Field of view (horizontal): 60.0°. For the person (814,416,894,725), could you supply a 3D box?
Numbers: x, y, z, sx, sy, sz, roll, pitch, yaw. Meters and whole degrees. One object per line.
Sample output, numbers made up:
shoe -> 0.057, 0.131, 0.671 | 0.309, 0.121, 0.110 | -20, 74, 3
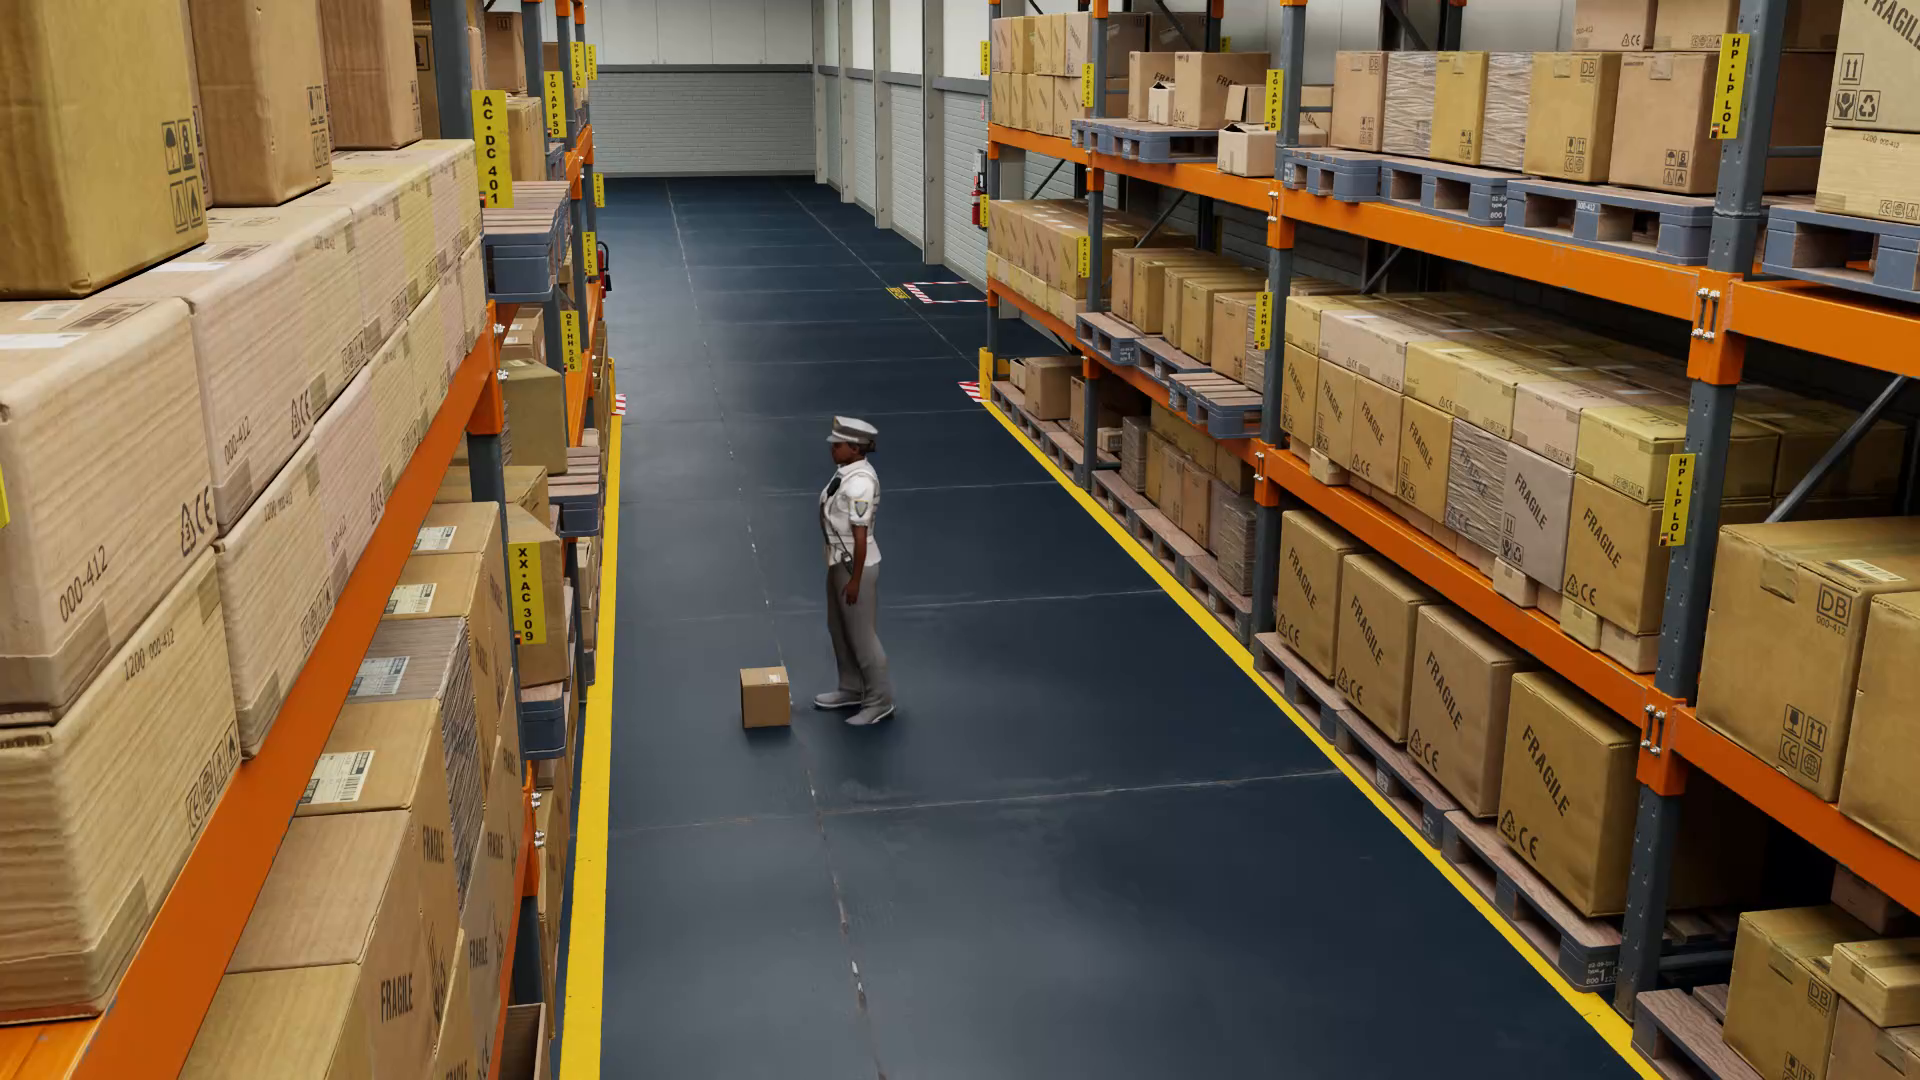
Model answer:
person -> -0.588, 0.165, 8.996 | 0.428, 1.713, 0.441 | -3, 17, -9
